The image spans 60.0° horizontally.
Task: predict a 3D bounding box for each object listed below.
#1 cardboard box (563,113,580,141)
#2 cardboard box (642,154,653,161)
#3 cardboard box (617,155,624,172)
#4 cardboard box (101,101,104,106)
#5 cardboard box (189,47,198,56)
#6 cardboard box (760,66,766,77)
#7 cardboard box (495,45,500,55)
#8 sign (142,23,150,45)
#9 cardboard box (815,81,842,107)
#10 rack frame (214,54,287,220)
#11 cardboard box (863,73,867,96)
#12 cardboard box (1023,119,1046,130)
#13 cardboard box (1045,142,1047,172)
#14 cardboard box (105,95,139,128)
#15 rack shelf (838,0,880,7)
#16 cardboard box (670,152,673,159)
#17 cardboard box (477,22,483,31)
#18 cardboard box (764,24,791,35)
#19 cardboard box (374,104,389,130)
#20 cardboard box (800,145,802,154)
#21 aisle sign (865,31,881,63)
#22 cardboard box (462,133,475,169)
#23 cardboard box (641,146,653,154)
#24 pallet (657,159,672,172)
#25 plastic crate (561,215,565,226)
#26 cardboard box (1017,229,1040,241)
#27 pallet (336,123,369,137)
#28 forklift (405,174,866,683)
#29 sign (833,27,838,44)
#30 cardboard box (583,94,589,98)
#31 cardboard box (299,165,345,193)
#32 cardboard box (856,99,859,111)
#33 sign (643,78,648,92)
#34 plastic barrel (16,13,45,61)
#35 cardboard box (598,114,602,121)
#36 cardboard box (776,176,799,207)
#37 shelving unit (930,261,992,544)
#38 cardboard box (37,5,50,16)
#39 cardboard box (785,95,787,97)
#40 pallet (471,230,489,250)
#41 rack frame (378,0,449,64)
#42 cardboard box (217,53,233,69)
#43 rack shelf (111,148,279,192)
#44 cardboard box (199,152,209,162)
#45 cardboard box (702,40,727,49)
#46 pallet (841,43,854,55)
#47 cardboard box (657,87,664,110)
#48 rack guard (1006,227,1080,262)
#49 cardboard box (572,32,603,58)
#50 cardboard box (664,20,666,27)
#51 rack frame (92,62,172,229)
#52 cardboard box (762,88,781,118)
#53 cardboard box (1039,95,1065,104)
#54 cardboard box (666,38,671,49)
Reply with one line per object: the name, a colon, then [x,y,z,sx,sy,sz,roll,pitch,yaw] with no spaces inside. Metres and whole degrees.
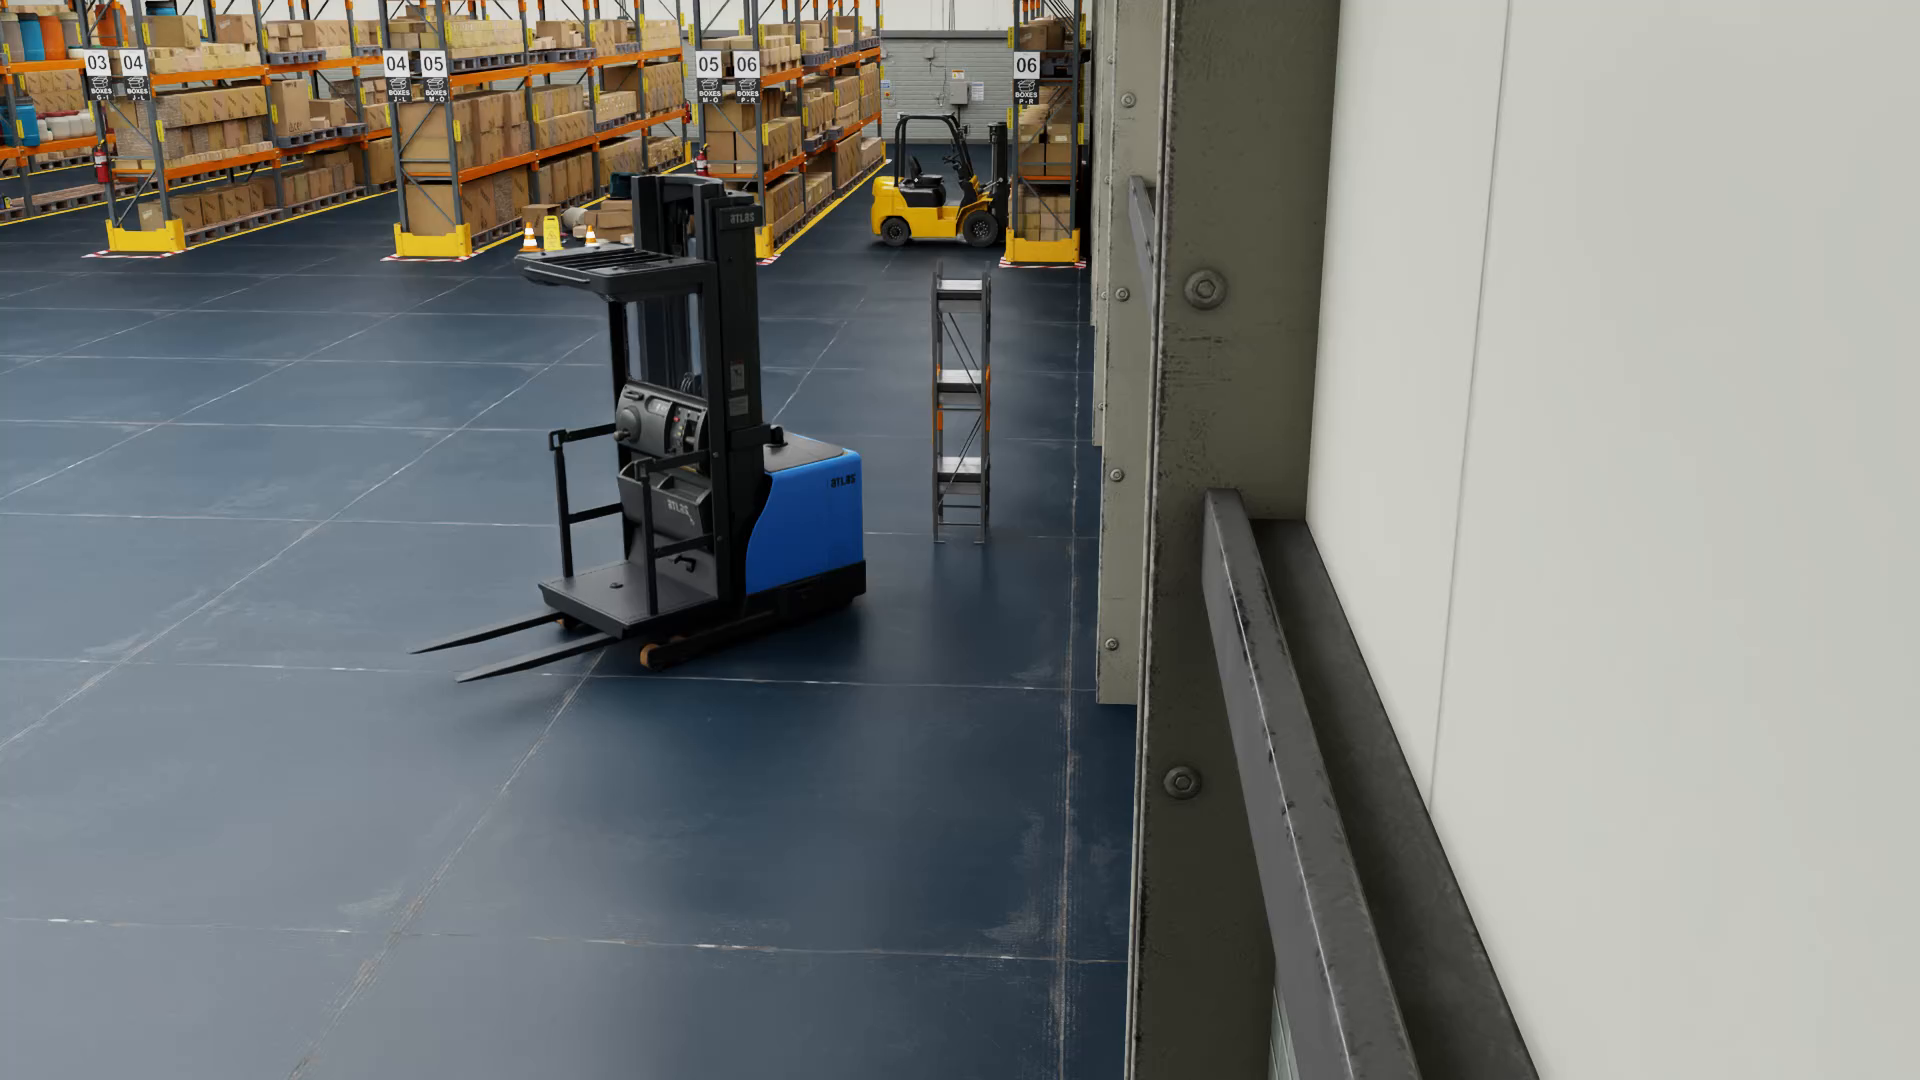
cardboard box: [-7.835,-8.167,32.869,0.500,0.500,0.500,1,18,3]
cardboard box: [-7.365,-8.909,38.722,0.380,0.149,0.250,2,18,6]
cardboard box: [-7.627,-8.117,36.217,0.500,0.500,0.500,1,18,3]
cardboard box: [-22.039,-11.166,42.021,0.500,0.500,0.500,1,18,4]
cardboard box: [-13.133,-8.260,28.098,0.380,0.149,0.250,0,18,1]
cardboard box: [-3.279,-7.413,26.317,0.380,0.149,0.250,1,18,4]
cardboard box: [-8.081,-8.370,28.402,0.380,0.149,0.250,1,18,3]
sign: [-12.969,-8.062,26.488,0.100,0.325,0.005,1,18,4]
cardboard box: [-2.747,-9.321,34.786,0.500,0.500,0.500,1,18,4]
rack frame: [-13.224,-7.475,30.919,1.000,3.000,0.127,1,18,4]
cardboard box: [-2.448,-10.560,38.568,0.500,0.500,0.500,1,18,3]
cardboard box: [1.211,-6.750,27.025,0.380,0.149,0.250,1,18,4]
cardboard box: [1.653,-6.259,27.048,0.500,0.500,0.500,2,18,6]
cardboard box: [-13.718,-7.073,27.448,0.500,0.500,0.500,1,18,4]
rack shelf: [-2.623,-12.679,38.962,1.077,0.370,4.000,1,18,4]
cardboard box: [-7.236,-9.417,40.749,0.380,0.149,0.250,0,18,1]
cardboard box: [-8.137,-8.514,27.560,0.380,0.149,0.250,1,18,3]
cardboard box: [-3.374,-9.546,31.184,0.500,0.250,0.500,2,18,5]
cardboard box: [-12.596,-9.070,35.626,0.500,0.500,0.500,1,18,2]
cardboard box: [-3.058,-7.028,29.958,0.380,0.149,0.250,1,18,3]
aisle sign: [-2.165,-12.232,41.260,0.394,0.787,0.004,1,18,4]
cardboard box: [-8.572,-6.450,27.548,0.875,0.550,0.550,1,18,4]
cardboard box: [-7.400,-9.132,38.923,0.380,0.149,0.250,2,18,7]
pallet: [-7.613,-9.082,40.301,1.003,0.211,1.213,1,18,4]
plastic crate: [-6.990,-5.941,30.660,0.450,0.188,0.662,0,15,35]
cardboard box: [1.044,-4.948,26.947,0.500,0.250,0.500,1,18,4]
pallet: [-12.882,-8.403,34.057,1.213,0.211,1.003,1,18,4]
forklift: [-2.065,-0.756,10.524,3.031,2.935,1.130,-17,24,-41]
sign: [-2.512,-10.155,33.449,0.100,0.325,0.005,1,18,4]
cardboard box: [-8.289,-9.667,36.381,0.380,0.149,0.250,2,18,6]
cardboard box: [-12.992,-7.358,33.868,0.700,0.500,0.500,0,18,-1]
cardboard box: [-2.555,-9.763,37.338,0.500,0.250,0.500,1,18,4]
sign: [-7.157,-10.357,37.853,0.100,0.325,0.005,1,18,4]
plastic barrel: [-18.250,-9.818,32.448,0.600,0.901,0.708,1,18,4]
cardboard box: [-7.744,-8.873,34.915,0.380,0.149,0.250,2,18,7]
cardboard box: [-3.149,-6.156,29.429,0.500,0.500,0.500,2,18,5]
shelving unit: [0.012,-1.049,12.753,0.431,2.100,0.503,1,18,4]
cardboard box: [-22.327,-12.590,39.944,0.700,0.500,0.500,1,18,4]
cardboard box: [-3.377,-8.423,32.499,0.500,0.500,0.500,2,18,5]
pallet: [-8.591,-5.016,27.891,1.003,0.211,1.213,1,18,4]
rack frame: [-8.571,-8.942,25.760,1.000,3.000,0.127,1,18,4]
cardboard box: [-13.075,-8.362,29.048,0.500,0.250,0.500,1,18,4]
rack shelf: [-13.367,-6.512,29.135,1.077,0.370,4.000,1,18,4]
cardboard box: [-13.169,-6.585,28.606,0.380,0.149,0.250,1,18,4]
cardboard box: [-3.896,-7.808,26.241,0.380,0.149,0.250,1,18,4]
pallet: [-2.782,-10.787,36.517,0.805,0.209,1.217,1,18,2]
cardboard box: [-7.323,-10.464,39.403,0.500,0.500,0.500,1,18,3]
rack guard: [1.323,-4.707,26.484,1.175,0.500,0.348,1,18,4]
cardboard box: [-7.691,-10.220,34.317,0.500,0.500,0.500,1,18,4]
cardboard box: [-7.277,-12.415,39.976,0.380,0.149,0.250,1,18,3]
rack frame: [-13.511,-6.233,27.128,1.000,3.000,0.127,1,18,4]
cardboard box: [-3.587,-7.786,29.624,0.700,0.500,0.500,1,18,3]
cardboard box: [1.831,-9.146,35.179,0.797,0.503,0.637,1,18,3]
cardboard box: [-7.271,-11.955,40.013,0.500,0.250,0.500,2,18,6]
